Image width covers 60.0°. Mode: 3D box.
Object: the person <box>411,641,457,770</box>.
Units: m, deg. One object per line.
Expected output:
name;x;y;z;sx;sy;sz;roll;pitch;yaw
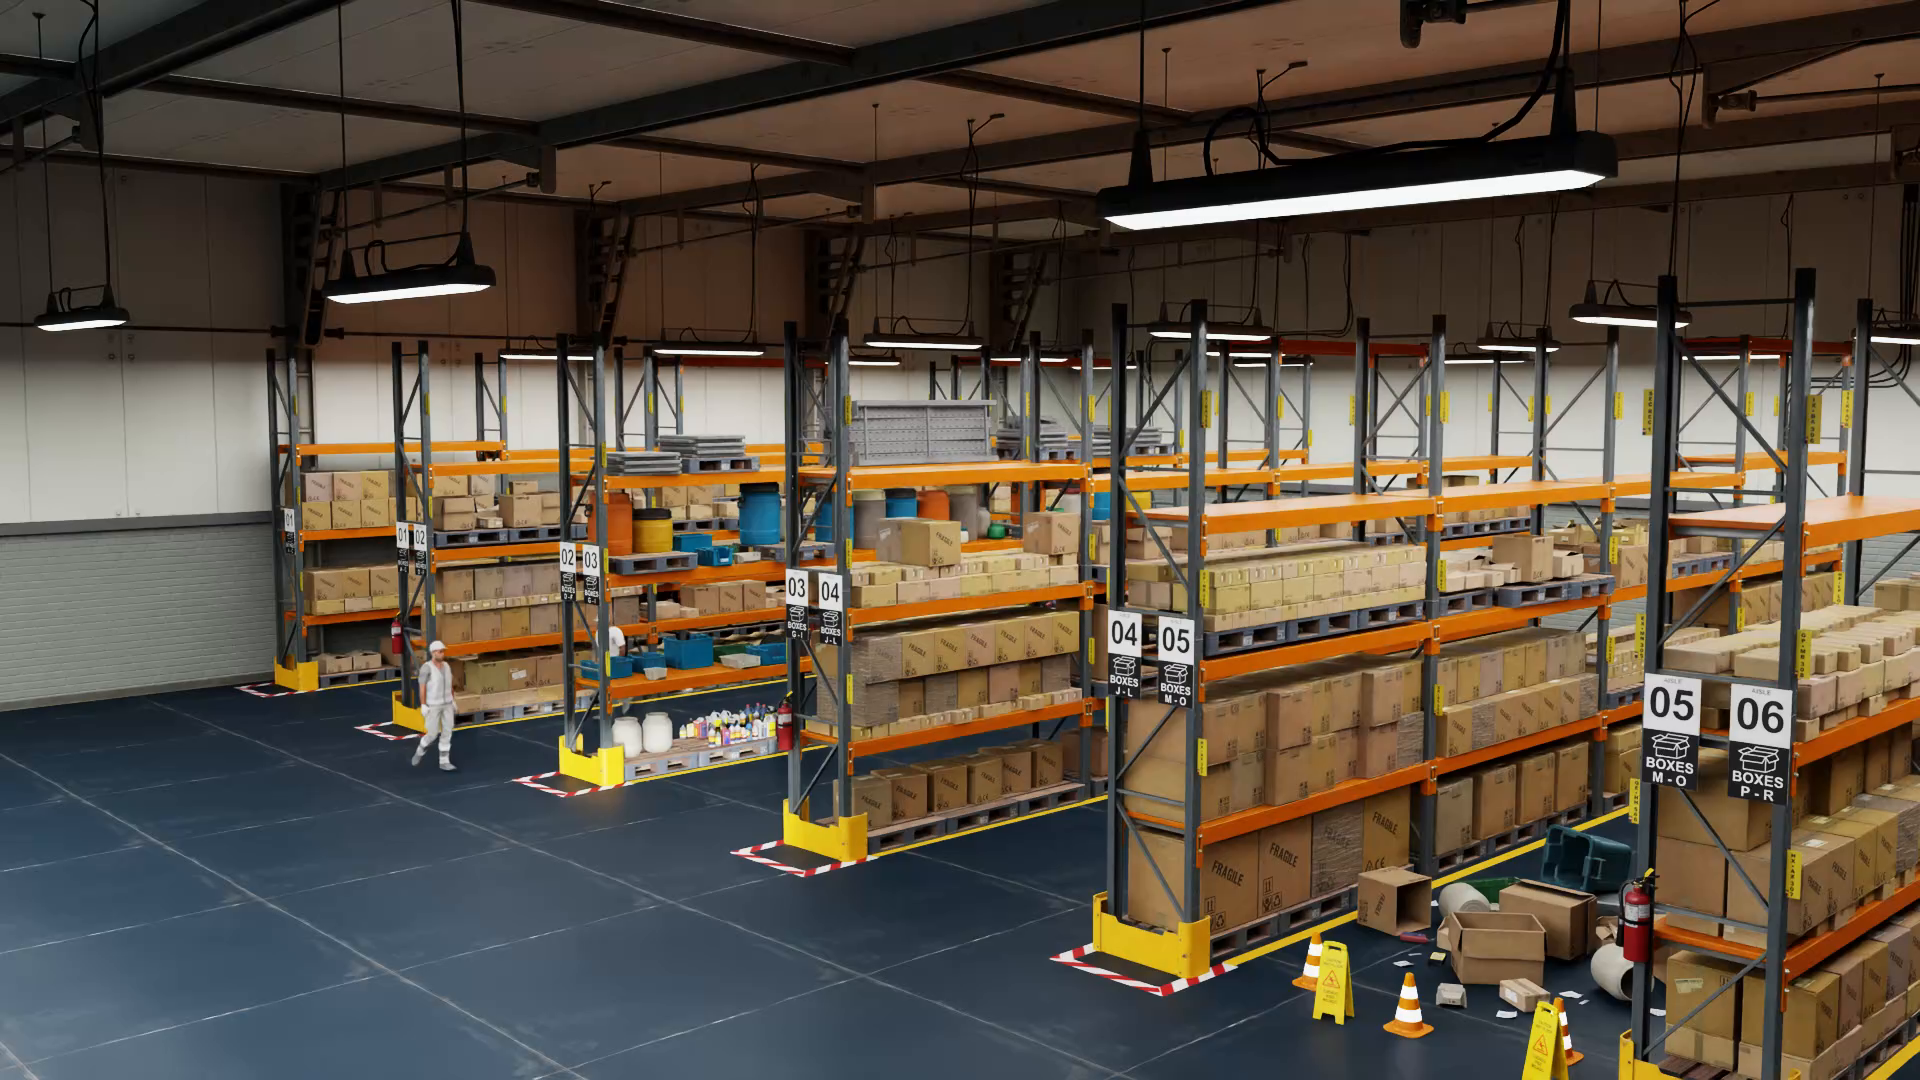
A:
person;-7.226;2.277;22.944;0.617;1.785;0.563;4;6;37

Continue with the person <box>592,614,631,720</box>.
person;-5.591;1.996;26.694;0.659;1.740;0.656;3;6;33
